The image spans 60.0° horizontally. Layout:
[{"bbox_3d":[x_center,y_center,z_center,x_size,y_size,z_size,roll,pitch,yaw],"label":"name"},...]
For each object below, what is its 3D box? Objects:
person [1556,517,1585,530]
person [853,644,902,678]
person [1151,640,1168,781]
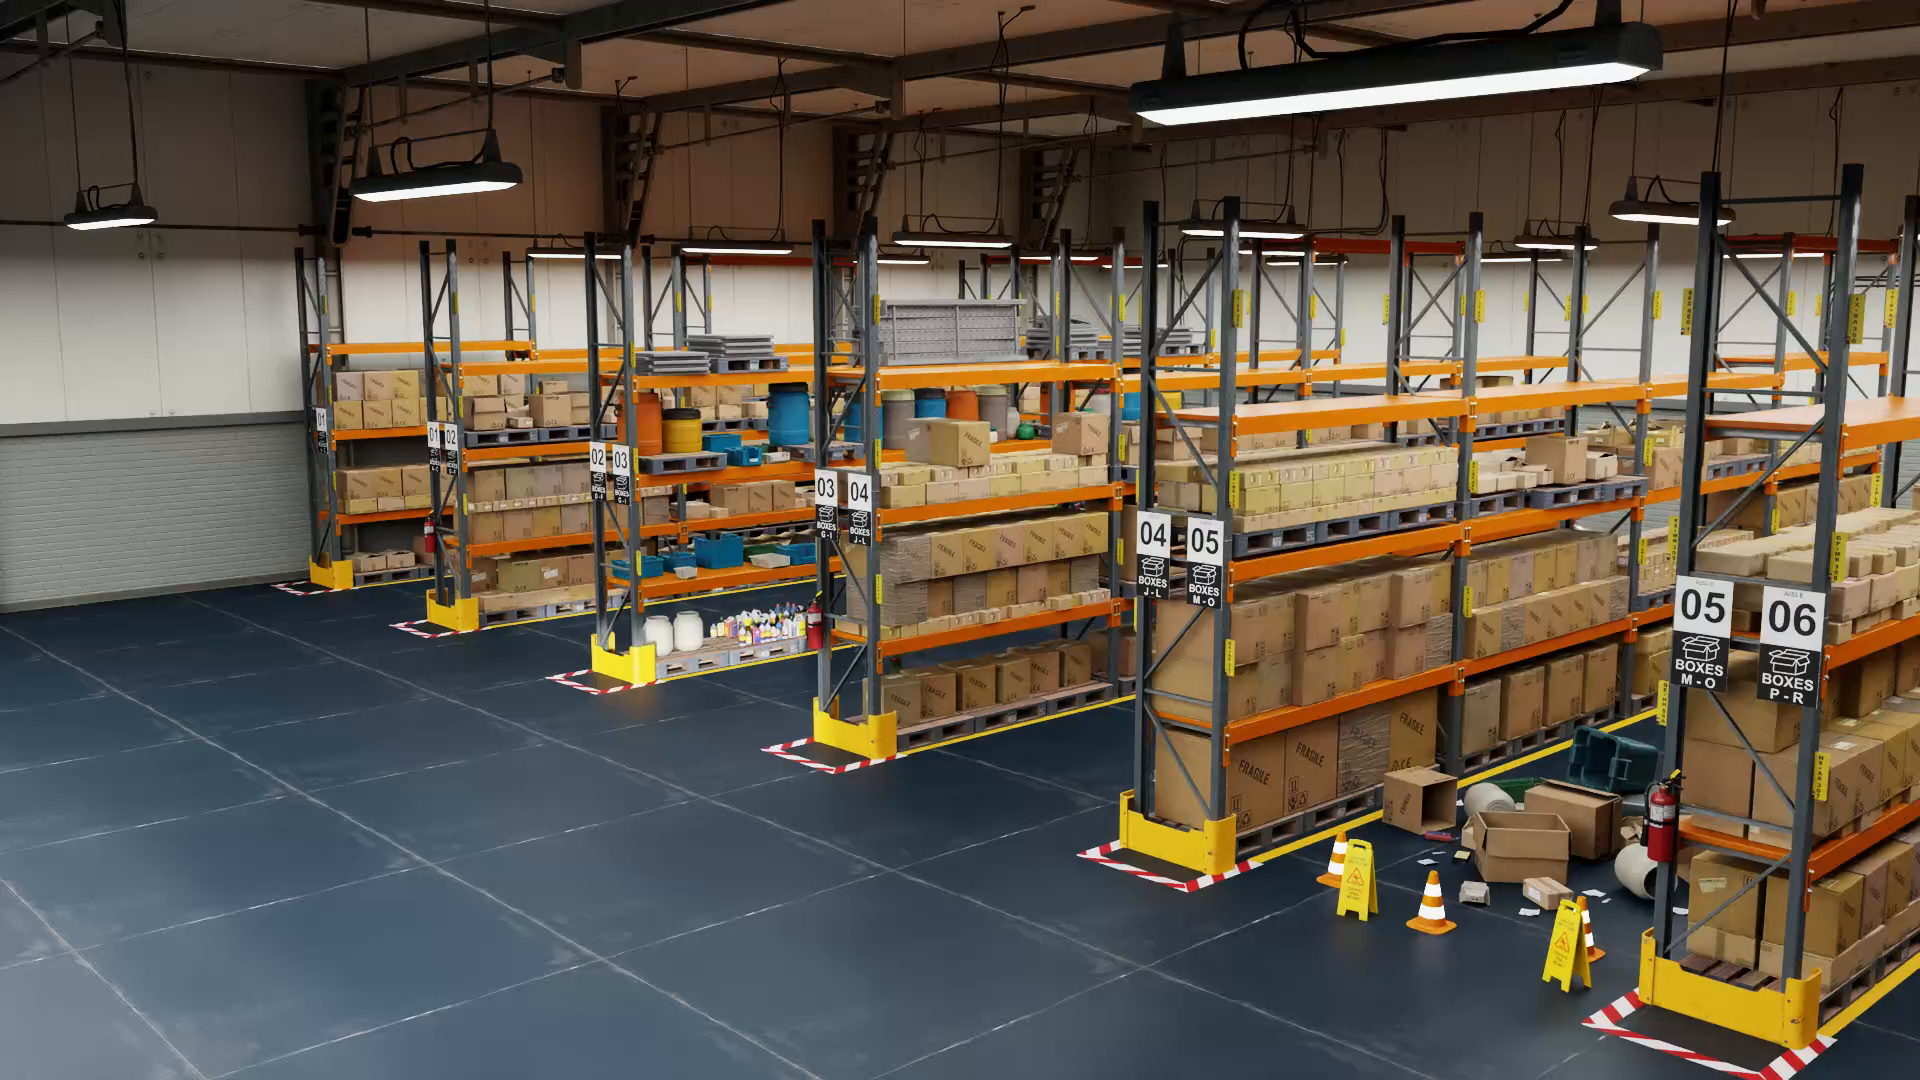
[{"bbox_3d":[9.830,0.360,26.938,0.633,1.795,0.732,7,11,38],"label":"person"},{"bbox_3d":[-1.083,1.060,22.009,0.643,1.725,0.920,6,10,36],"label":"person"},{"bbox_3d":[2.254,1.816,17.920,0.656,1.543,0.562,-7,11,-41],"label":"person"}]
